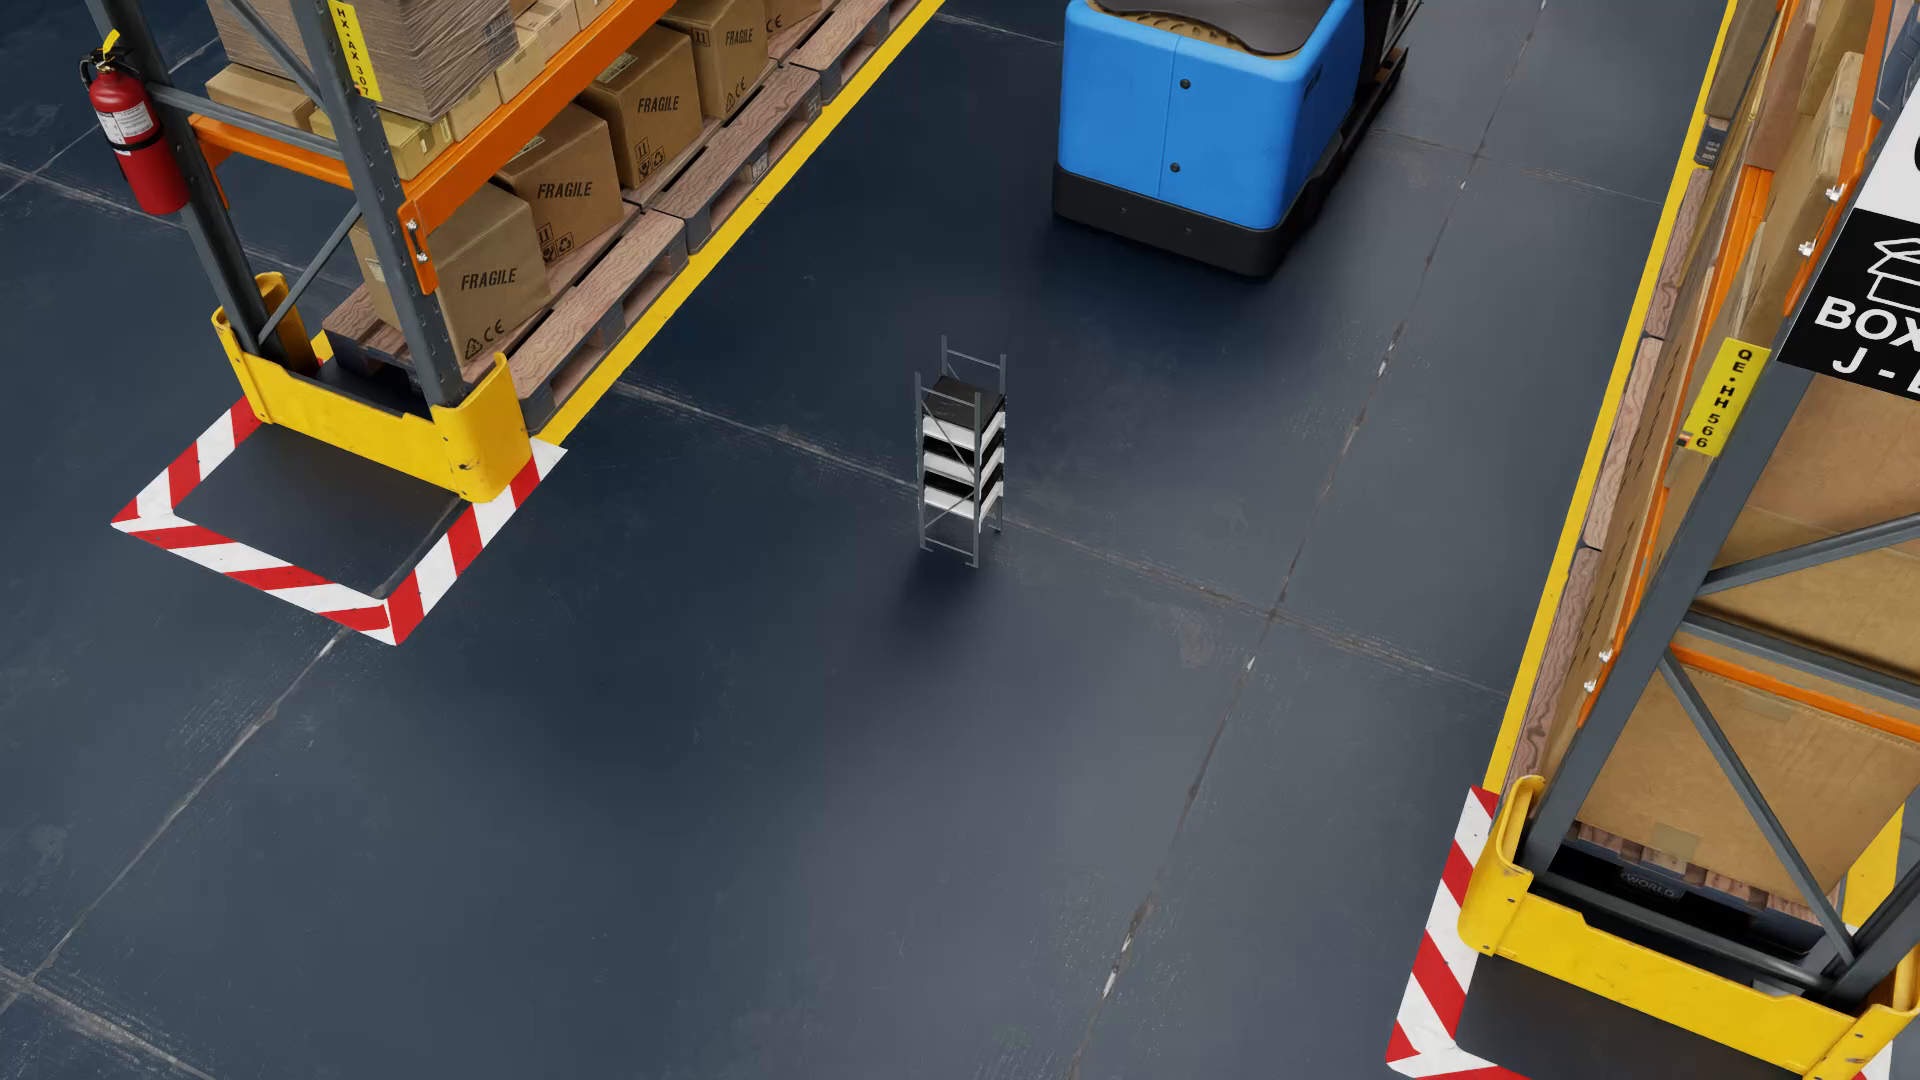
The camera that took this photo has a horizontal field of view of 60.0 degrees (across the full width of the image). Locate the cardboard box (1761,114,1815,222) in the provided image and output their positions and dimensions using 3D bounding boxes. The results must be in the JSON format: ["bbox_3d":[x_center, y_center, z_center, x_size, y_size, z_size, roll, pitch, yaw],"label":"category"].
[{"bbox_3d":[3.023,-1.096,5.114,0.875,0.550,0.500,20,52,16],"label":"cardboard box"}]

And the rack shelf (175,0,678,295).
[{"bbox_3d":[-1.439,-2.495,6.876,1.077,0.370,4.000,20,52,16],"label":"rack shelf"}]

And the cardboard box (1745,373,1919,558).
[{"bbox_3d":[2.342,-0.309,3.736,0.875,0.550,0.550,20,52,16],"label":"cardboard box"}]

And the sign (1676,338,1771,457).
[{"bbox_3d":[1.664,-0.306,3.625,0.100,0.325,0.005,20,52,16],"label":"sign"}]

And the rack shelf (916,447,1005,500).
[{"bbox_3d":[0.003,-0.276,5.937,0.258,0.077,0.200,20,52,16],"label":"rack shelf"}]

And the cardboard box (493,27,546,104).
[{"bbox_3d":[-1.711,-1.722,5.910,0.380,0.149,0.250,20,52,16],"label":"cardboard box"}]

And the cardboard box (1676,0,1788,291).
[{"bbox_3d":[3.525,-1.459,6.642,0.875,0.875,0.875,21,53,17],"label":"cardboard box"}]

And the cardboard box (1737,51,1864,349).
[{"bbox_3d":[2.493,-0.718,4.084,0.875,0.550,0.550,20,52,16],"label":"cardboard box"}]

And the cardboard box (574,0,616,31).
[{"bbox_3d":[-1.510,-2.070,6.207,0.380,0.149,0.250,20,52,16],"label":"cardboard box"}]

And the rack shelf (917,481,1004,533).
[{"bbox_3d":[0.003,-0.159,6.075,0.258,0.077,0.200,20,52,16],"label":"rack shelf"}]

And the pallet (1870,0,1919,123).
[{"bbox_3d":[2.456,-1.125,3.327,1.003,0.211,1.213,20,52,16],"label":"pallet"}]

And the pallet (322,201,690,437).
[{"bbox_3d":[-1.882,-1.048,7.003,1.003,0.211,1.213,20,52,16],"label":"pallet"}]

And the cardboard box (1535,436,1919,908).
[{"bbox_3d":[2.378,0.396,5.063,0.875,0.875,0.875,20,53,16],"label":"cardboard box"}]

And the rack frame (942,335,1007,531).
[{"bbox_3d":[0.047,-0.367,5.972,0.240,0.900,0.006,20,52,16],"label":"rack frame"}]

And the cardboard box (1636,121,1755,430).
[{"bbox_3d":[3.144,-0.837,6.112,0.875,0.875,0.875,20,53,16],"label":"cardboard box"}]

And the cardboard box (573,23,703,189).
[{"bbox_3d":[-1.502,-1.949,7.305,0.500,0.500,0.500,24,54,19],"label":"cardboard box"}]

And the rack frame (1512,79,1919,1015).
[{"bbox_3d":[2.148,0.332,3.998,1.000,3.000,0.127,20,52,16],"label":"rack frame"}]

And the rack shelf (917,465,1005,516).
[{"bbox_3d":[0.003,-0.217,6.006,0.258,0.077,0.200,20,52,16],"label":"rack shelf"}]

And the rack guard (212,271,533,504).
[{"bbox_3d":[-2.261,-0.593,6.427,1.175,0.500,0.348,20,52,16],"label":"rack guard"}]

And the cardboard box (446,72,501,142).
[{"bbox_3d":[-1.832,-1.554,5.768,0.380,0.149,0.250,20,52,16],"label":"cardboard box"}]

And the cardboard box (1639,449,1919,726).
[{"bbox_3d":[2.266,0.013,4.171,0.875,0.550,0.550,20,52,16],"label":"cardboard box"}]

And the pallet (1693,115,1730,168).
[{"bbox_3d":[4.119,-2.074,7.876,1.003,0.211,1.213,20,52,16],"label":"pallet"}]

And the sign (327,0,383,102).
[{"bbox_3d":[-1.802,-1.455,4.950,0.100,0.325,0.005,20,52,16],"label":"sign"}]

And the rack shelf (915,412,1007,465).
[{"bbox_3d":[0.003,-0.392,5.800,0.258,0.077,0.200,20,52,16],"label":"rack shelf"}]

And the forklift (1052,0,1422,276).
[{"bbox_3d":[1.533,-3.213,7.059,1.130,2.935,3.031,21,53,17],"label":"forklift"}]

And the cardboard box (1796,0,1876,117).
[{"bbox_3d":[2.964,-1.467,4.721,0.875,0.550,0.500,20,52,16],"label":"cardboard box"}]

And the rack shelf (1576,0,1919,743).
[{"bbox_3d":[3.003,-0.812,5.444,1.077,0.370,4.000,20,52,16],"label":"rack shelf"}]

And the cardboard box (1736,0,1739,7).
[{"bbox_3d":[4.457,-2.949,7.991,1.050,0.750,0.750,20,52,16],"label":"cardboard box"}]

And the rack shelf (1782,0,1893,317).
[{"bbox_3d":[3.003,-1.784,4.301,1.077,0.370,4.000,20,52,16],"label":"rack shelf"}]

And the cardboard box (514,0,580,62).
[{"bbox_3d":[-1.623,-1.901,6.063,0.380,0.149,0.250,20,52,16],"label":"cardboard box"}]

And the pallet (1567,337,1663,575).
[{"bbox_3d":[2.942,-0.177,6.262,1.003,0.211,1.213,20,52,16],"label":"pallet"}]

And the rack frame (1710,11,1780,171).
[{"bbox_3d":[3.857,-2.422,6.341,1.000,3.000,0.127,20,52,16],"label":"rack frame"}]

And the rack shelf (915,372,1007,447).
[{"bbox_3d":[0.003,-0.451,5.732,0.258,0.077,0.200,20,52,16],"label":"rack shelf"}]

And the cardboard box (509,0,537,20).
[{"bbox_3d":[-1.928,-2.233,5.920,0.875,0.500,0.500,20,52,16],"label":"cardboard box"}]

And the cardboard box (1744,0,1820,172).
[{"bbox_3d":[3.159,-1.493,5.453,0.875,0.550,0.550,20,52,16],"label":"cardboard box"}]

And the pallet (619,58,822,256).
[{"bbox_3d":[-1.359,-1.885,7.715,1.003,0.211,1.213,20,52,16],"label":"pallet"}]

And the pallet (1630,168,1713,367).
[{"bbox_3d":[3.462,-1.020,6.980,1.003,0.211,1.213,20,52,16],"label":"pallet"}]

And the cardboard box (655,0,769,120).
[{"bbox_3d":[-1.223,-2.319,7.619,0.500,0.500,0.500,16,51,13],"label":"cardboard box"}]

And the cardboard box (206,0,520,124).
[{"bbox_3d":[-2.033,-1.850,5.593,0.875,0.500,0.500,20,52,16],"label":"cardboard box"}]

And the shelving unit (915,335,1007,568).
[{"bbox_3d":[0.003,-0.297,5.912,0.258,0.900,0.210,20,52,16],"label":"shelving unit"}]

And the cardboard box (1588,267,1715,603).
[{"bbox_3d":[2.752,-0.210,5.579,0.875,0.875,0.875,19,52,16],"label":"cardboard box"}]

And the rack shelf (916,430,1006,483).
[{"bbox_3d":[0.003,-0.334,5.869,0.258,0.077,0.200,20,52,16],"label":"rack shelf"}]

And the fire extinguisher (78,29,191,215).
[{"bbox_3d":[-2.759,-1.397,5.520,0.296,0.674,0.183,20,52,16],"label":"fire extinguisher"}]

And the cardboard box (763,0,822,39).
[{"bbox_3d":[-1.029,-2.772,8.005,0.500,0.500,0.500,36,58,27],"label":"cardboard box"}]

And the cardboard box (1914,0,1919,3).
[{"bbox_3d":[1.984,-1.066,3.042,0.380,0.149,0.250,20,52,16],"label":"cardboard box"}]

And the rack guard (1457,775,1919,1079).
[{"bbox_3d":[2.138,1.159,4.936,1.175,0.500,0.348,20,52,16],"label":"rack guard"}]

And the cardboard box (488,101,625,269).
[{"bbox_3d":[-1.787,-1.525,6.943,0.500,0.500,0.500,33,57,25],"label":"cardboard box"}]

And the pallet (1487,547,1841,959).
[{"bbox_3d":[2.419,0.660,5.550,1.003,0.211,1.213,20,52,16],"label":"pallet"}]

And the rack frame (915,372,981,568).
[{"bbox_3d":[-0.040,-0.227,5.852,0.240,0.900,0.006,20,52,16],"label":"rack frame"}]

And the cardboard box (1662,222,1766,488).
[{"bbox_3d":[2.481,-0.372,4.499,0.875,0.550,0.550,20,52,16],"label":"cardboard box"}]

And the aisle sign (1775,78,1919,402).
[{"bbox_3d":[1.847,-0.559,3.049,0.394,0.787,0.004,20,52,16],"label":"aisle sign"}]

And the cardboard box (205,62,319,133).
[{"bbox_3d":[-2.358,-1.533,5.750,0.380,0.149,0.250,20,52,16],"label":"cardboard box"}]

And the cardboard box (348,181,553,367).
[{"bbox_3d":[-2.011,-1.102,6.583,0.500,0.500,0.500,29,55,22],"label":"cardboard box"}]

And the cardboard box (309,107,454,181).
[{"bbox_3d":[-1.956,-1.388,5.627,0.380,0.149,0.250,20,52,16],"label":"cardboard box"}]

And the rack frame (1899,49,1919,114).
[{"bbox_3d":[2.148,-1.612,1.713,1.000,3.000,0.127,20,52,16],"label":"rack frame"}]

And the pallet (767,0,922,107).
[{"bbox_3d":[-0.839,-2.728,8.433,1.003,0.211,1.213,20,52,16],"label":"pallet"}]

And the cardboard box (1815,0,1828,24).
[{"bbox_3d":[3.184,-1.834,5.034,0.875,0.550,0.550,20,52,16],"label":"cardboard box"}]

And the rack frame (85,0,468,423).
[{"bbox_3d":[-2.293,-1.351,5.430,1.000,3.000,0.127,20,52,16],"label":"rack frame"}]

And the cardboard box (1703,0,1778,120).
[{"bbox_3d":[4.041,-2.286,7.427,1.050,0.750,0.750,20,52,16],"label":"cardboard box"}]
